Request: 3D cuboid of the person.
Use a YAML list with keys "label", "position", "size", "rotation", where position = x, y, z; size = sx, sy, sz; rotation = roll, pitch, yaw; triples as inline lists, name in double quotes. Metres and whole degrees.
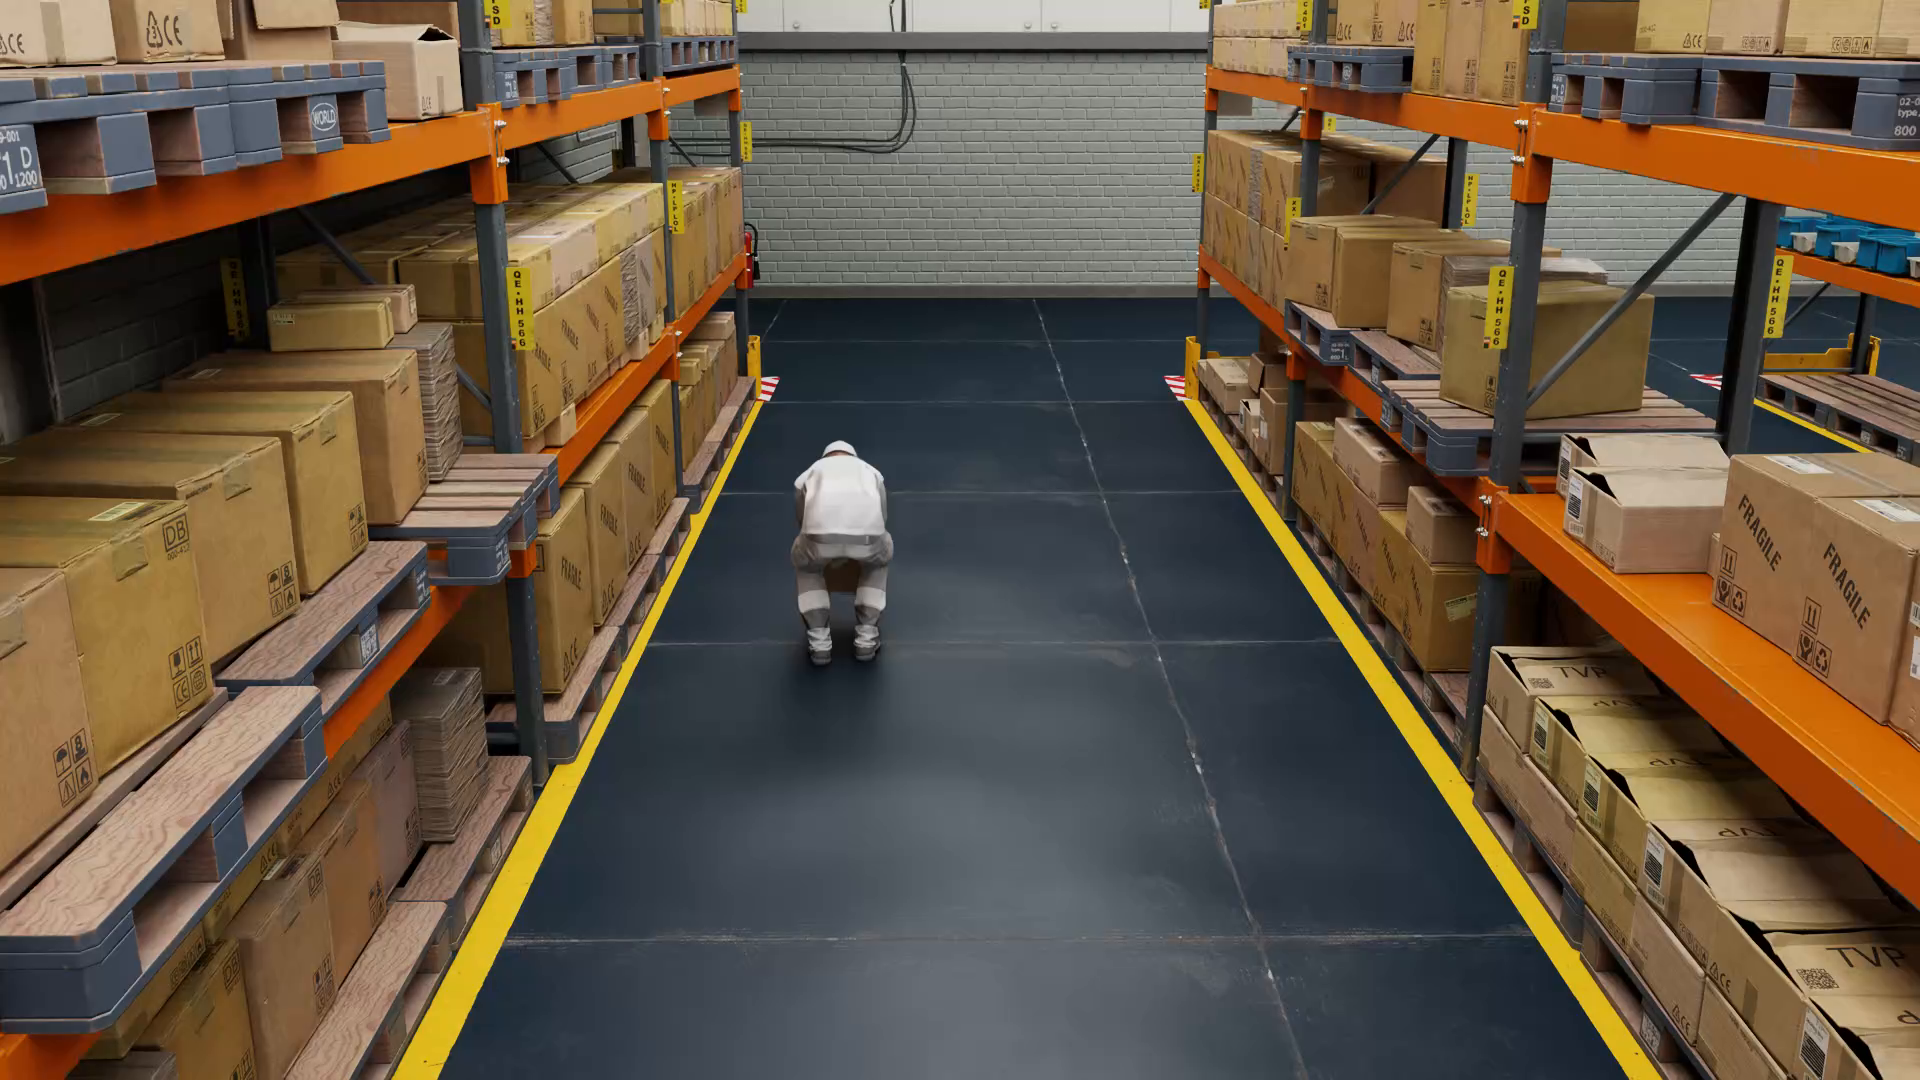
- label: "person"
  position: [-0.610, 0.068, 8.610]
  size: [0.529, 1.011, 0.958]
  rotation: [-1, 17, -3]
